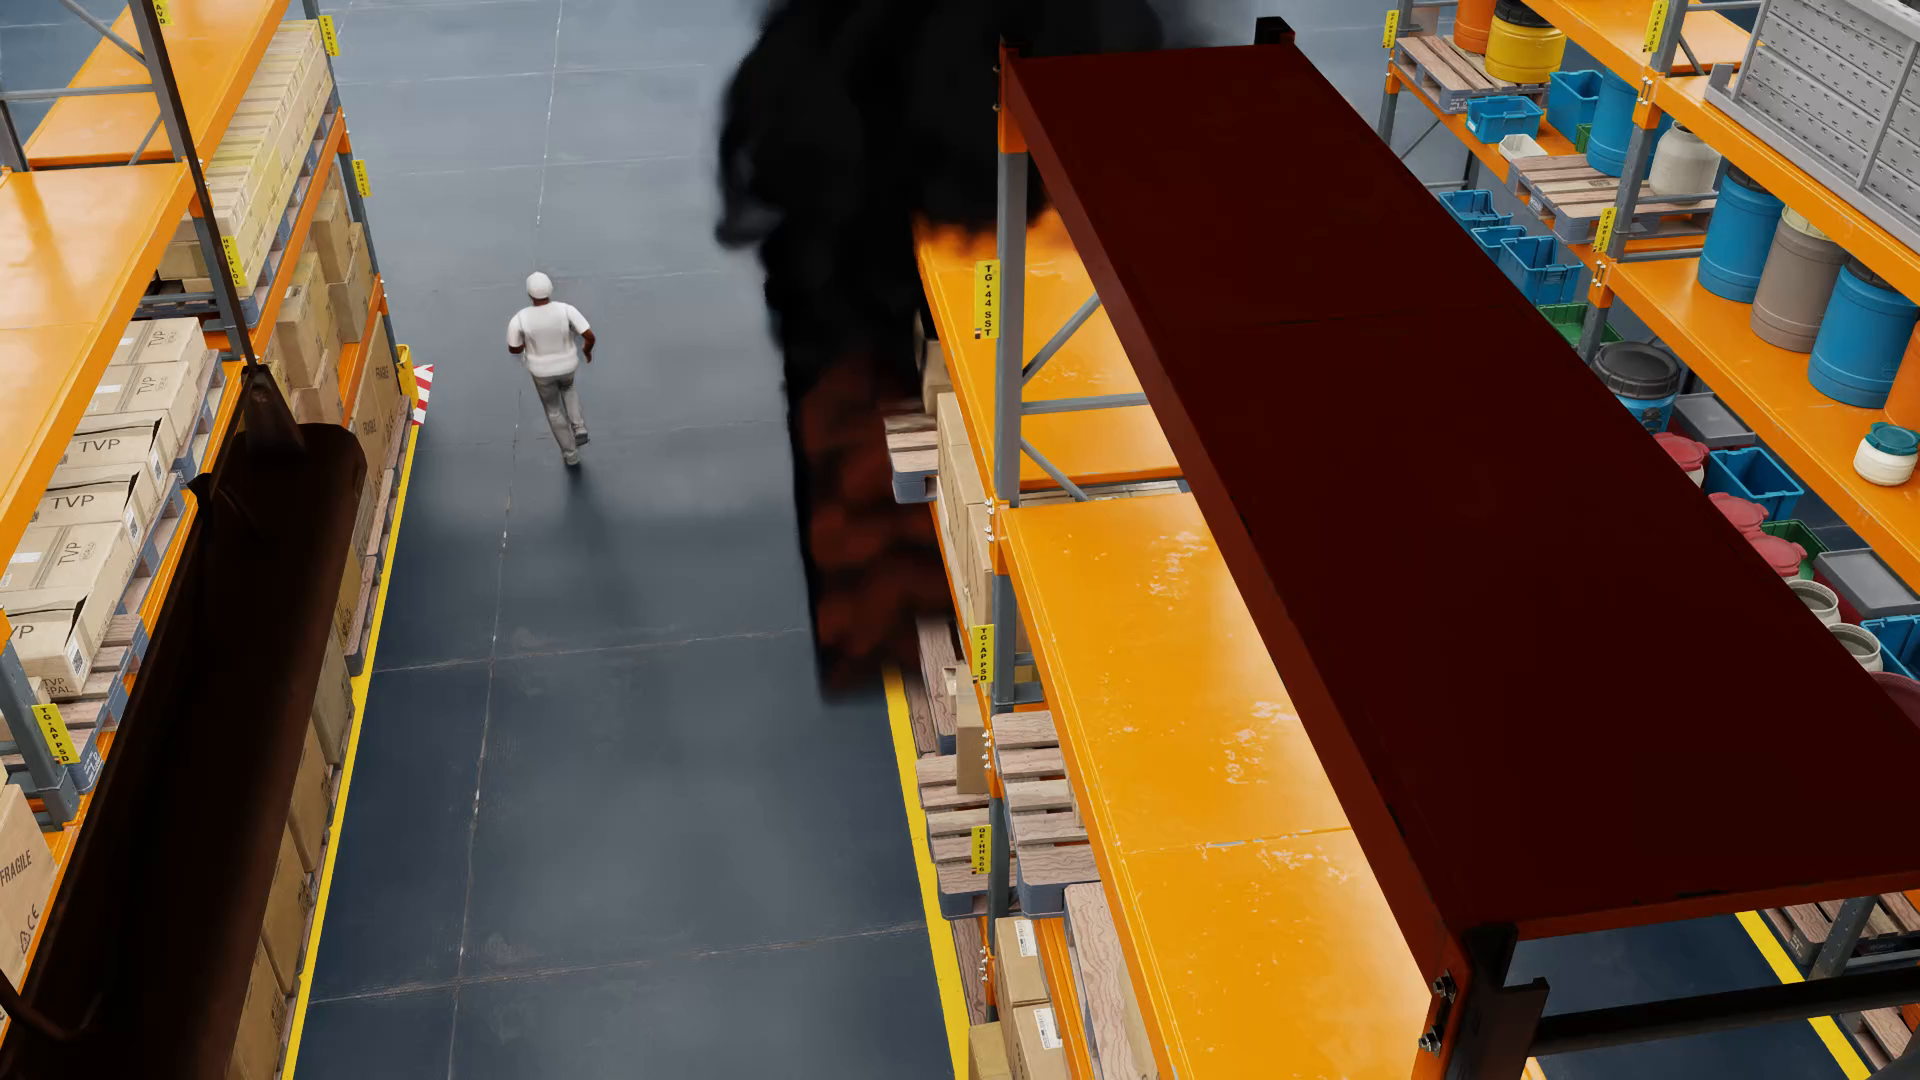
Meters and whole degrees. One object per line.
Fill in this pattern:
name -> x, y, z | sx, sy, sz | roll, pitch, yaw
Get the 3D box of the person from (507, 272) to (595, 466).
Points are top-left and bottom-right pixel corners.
person -> -3.425, -1.487, 13.975 | 0.676, 1.721, 0.630 | -15, 39, -20
